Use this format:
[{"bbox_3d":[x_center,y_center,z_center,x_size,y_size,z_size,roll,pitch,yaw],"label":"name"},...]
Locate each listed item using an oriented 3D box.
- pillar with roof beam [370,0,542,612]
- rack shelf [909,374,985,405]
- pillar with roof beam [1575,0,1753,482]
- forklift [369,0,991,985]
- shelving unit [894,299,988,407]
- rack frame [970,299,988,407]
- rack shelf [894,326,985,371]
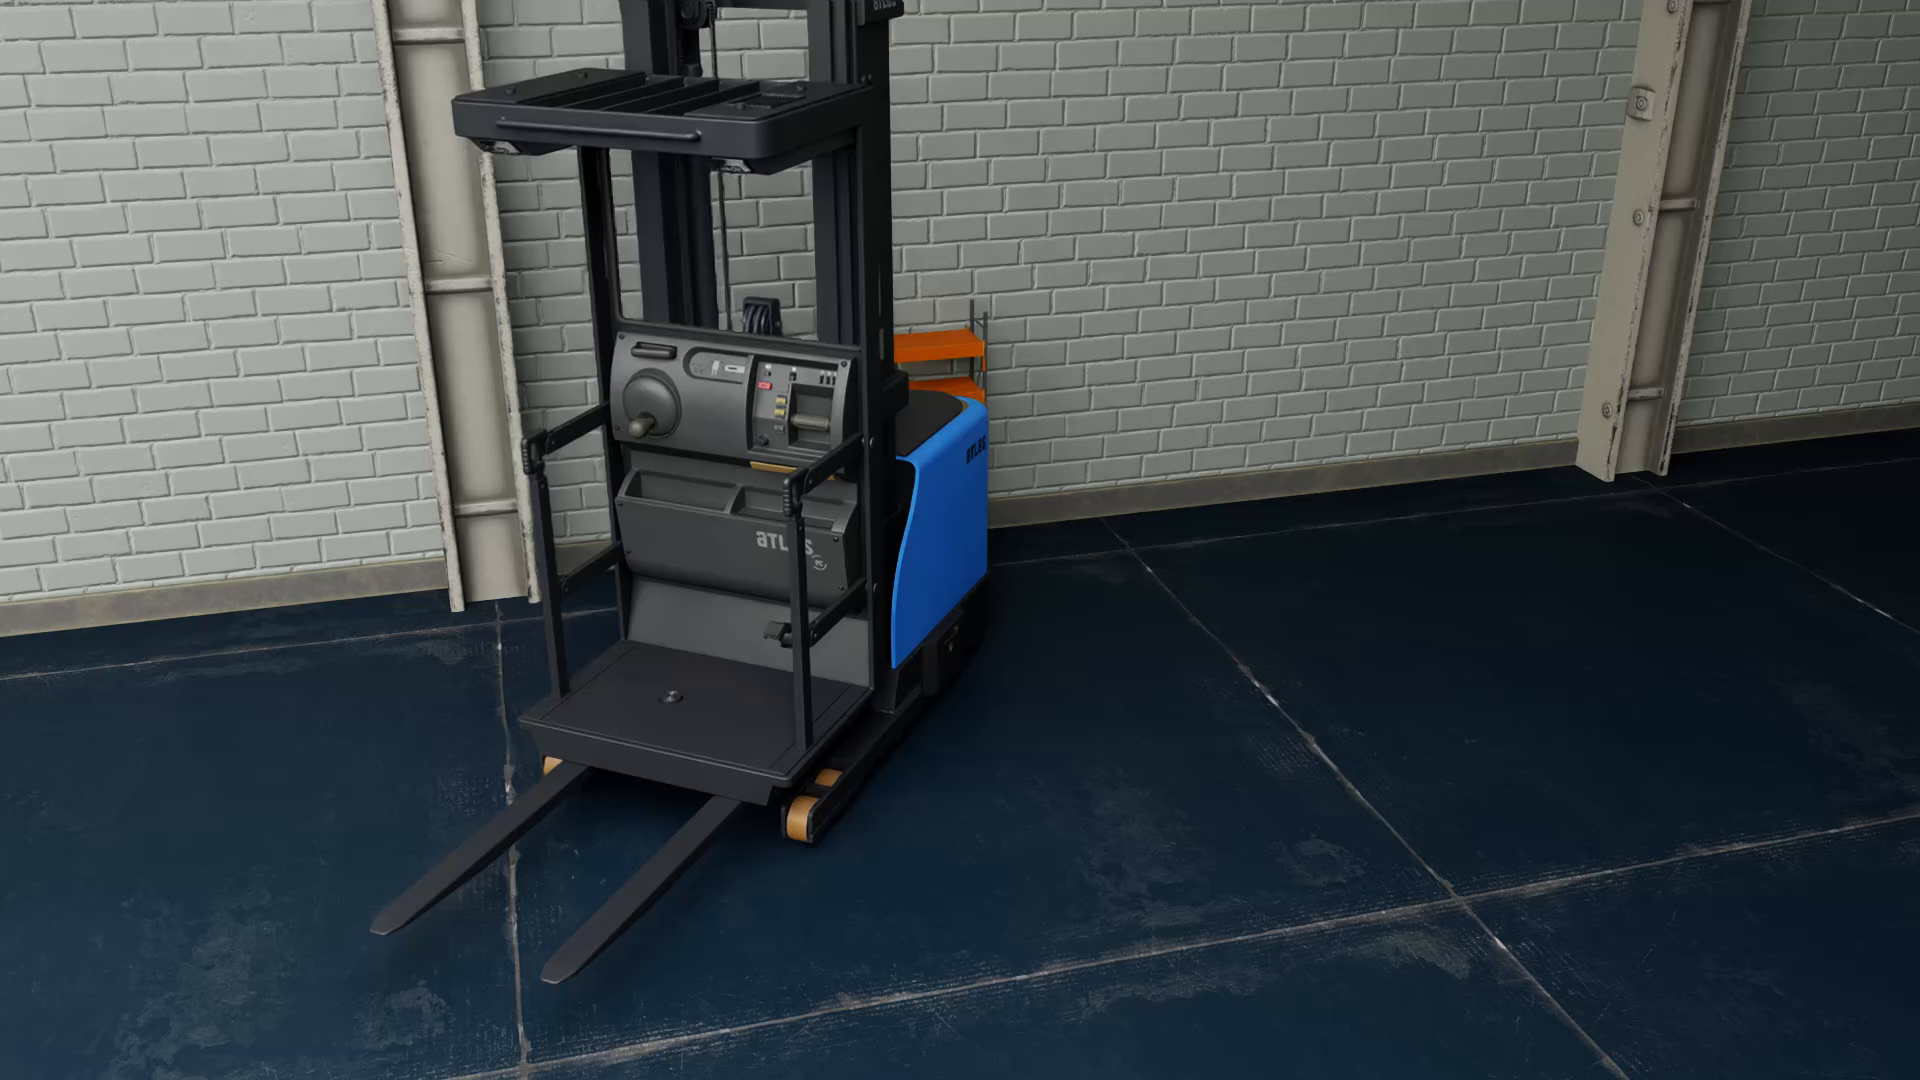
[{"bbox_3d":[-0.978,-2.256,2.094,0.400,9.000,9.100,-6,24,-14],"label":"pillar with roof beam"},{"bbox_3d":[-0.147,-0.658,7.864,0.480,0.148,0.258,-7,24,-15],"label":"rack shelf"},{"bbox_3d":[4.799,-2.895,3.584,0.400,9.000,9.100,-6,24,-14],"label":"pillar with roof beam"},{"bbox_3d":[-0.890,-0.480,5.651,1.130,2.935,3.031,9,25,20],"label":"forklift"},{"bbox_3d":[-0.147,-0.514,7.926,0.503,1.200,0.258,-7,24,-15],"label":"shelving unit"},{"bbox_3d":[0.087,-0.541,7.988,0.015,1.200,0.240,-7,24,-15],"label":"rack frame"},{"bbox_3d":[-0.147,-0.875,7.771,0.480,0.148,0.258,-7,24,-15],"label":"rack shelf"}]
